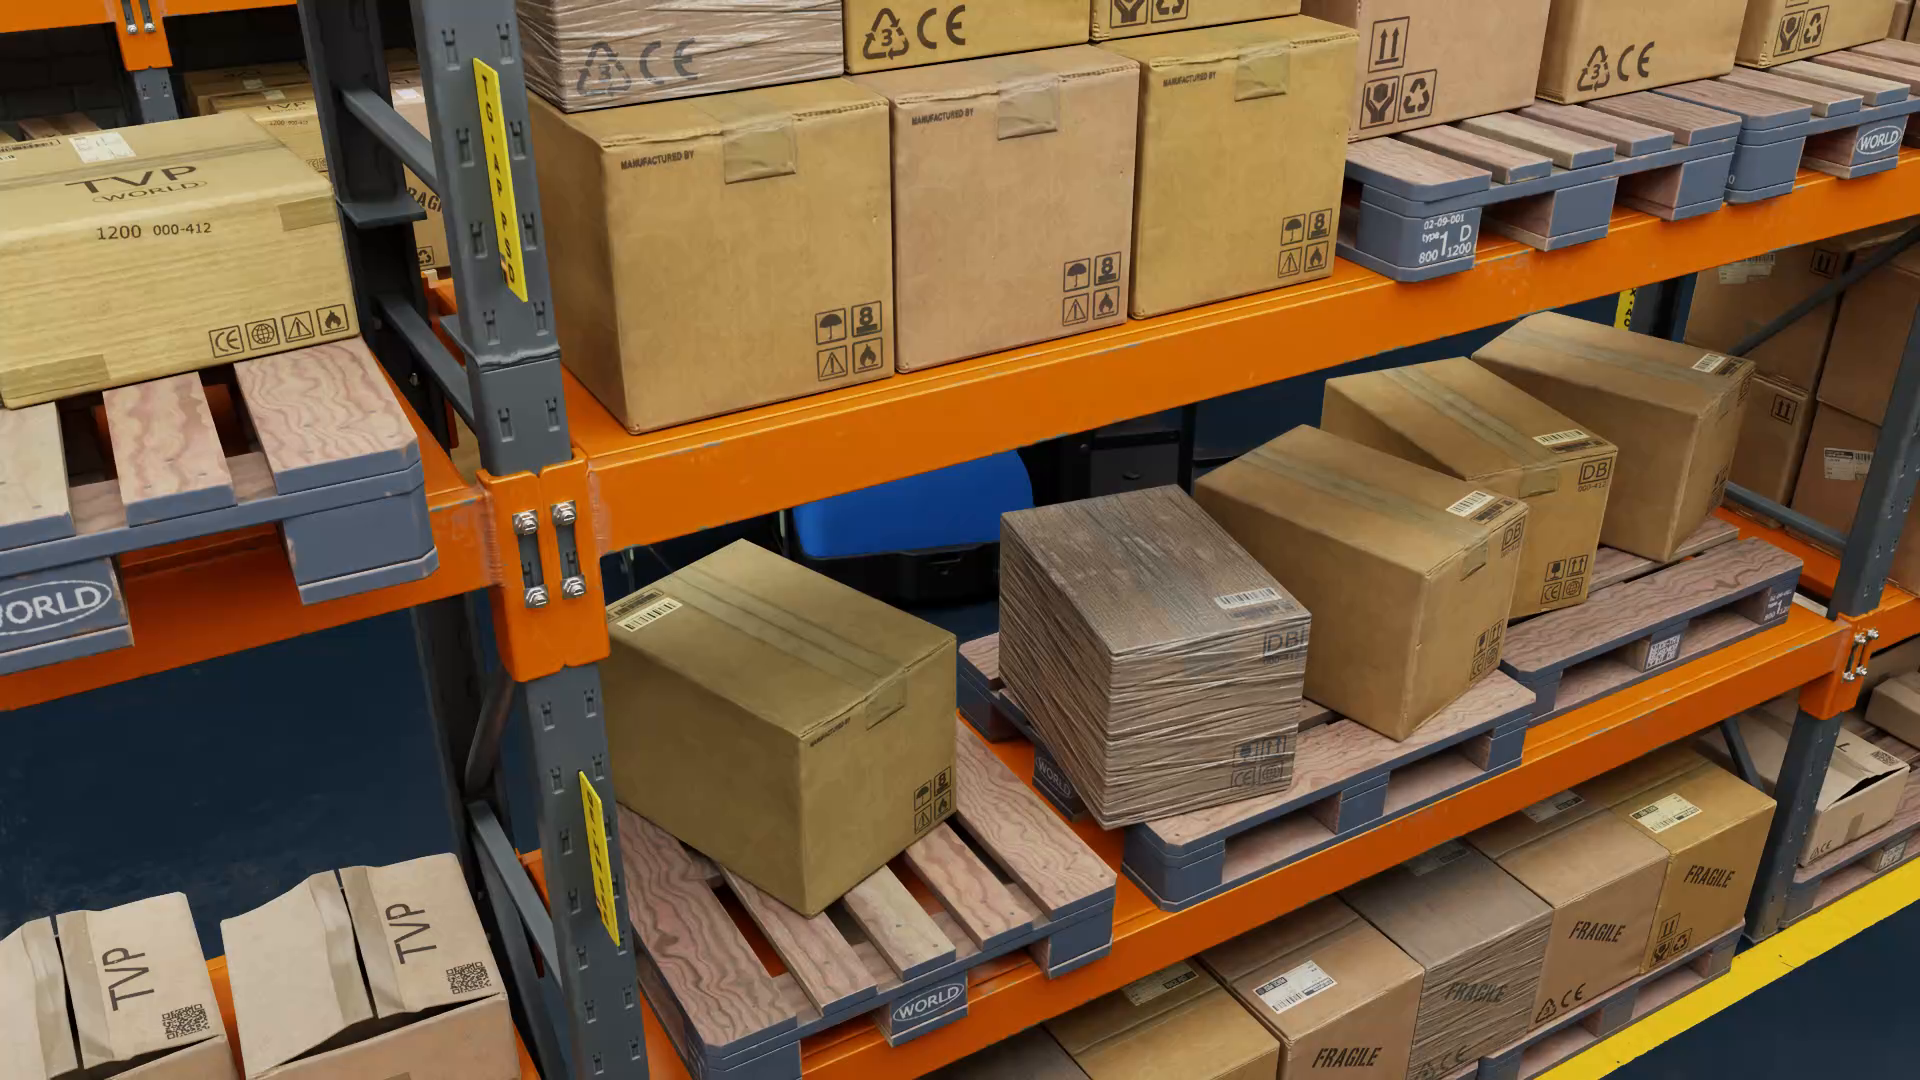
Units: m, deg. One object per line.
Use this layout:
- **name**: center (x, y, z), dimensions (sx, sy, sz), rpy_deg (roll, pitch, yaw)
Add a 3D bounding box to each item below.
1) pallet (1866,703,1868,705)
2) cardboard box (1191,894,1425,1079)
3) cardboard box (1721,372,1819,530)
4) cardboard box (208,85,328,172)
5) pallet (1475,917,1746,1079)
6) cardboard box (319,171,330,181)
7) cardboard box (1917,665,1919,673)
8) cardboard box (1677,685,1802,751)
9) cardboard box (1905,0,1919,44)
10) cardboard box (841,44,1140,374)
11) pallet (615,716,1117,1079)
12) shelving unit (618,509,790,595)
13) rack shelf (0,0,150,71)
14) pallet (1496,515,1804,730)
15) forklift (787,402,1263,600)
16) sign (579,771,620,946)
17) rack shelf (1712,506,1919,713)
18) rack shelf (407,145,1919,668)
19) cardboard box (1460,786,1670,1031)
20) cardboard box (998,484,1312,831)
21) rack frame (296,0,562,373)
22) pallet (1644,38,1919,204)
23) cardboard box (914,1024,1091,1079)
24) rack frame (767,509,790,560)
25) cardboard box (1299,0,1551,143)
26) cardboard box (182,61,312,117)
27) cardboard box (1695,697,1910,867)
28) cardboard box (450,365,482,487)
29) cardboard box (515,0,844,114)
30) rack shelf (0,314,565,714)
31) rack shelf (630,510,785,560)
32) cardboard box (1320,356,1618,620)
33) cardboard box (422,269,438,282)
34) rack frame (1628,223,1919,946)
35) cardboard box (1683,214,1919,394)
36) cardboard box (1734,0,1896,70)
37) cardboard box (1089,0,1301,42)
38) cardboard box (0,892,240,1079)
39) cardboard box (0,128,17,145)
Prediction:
- **pallet**: center (4.176, 0.613, 6.920), dimensions (1.213, 0.211, 1.003), rpy_deg (-16, 33, -26)
- **cardboard box**: center (0.950, 1.368, 4.798), dimensions (0.500, 0.500, 0.500), rpy_deg (-17, 33, -28)
- **cardboard box**: center (2.831, -0.412, 5.789), dimensions (0.500, 0.500, 0.500), rpy_deg (-15, 32, -26)
- **cardboard box**: center (-2.884, -1.745, 7.099), dimensions (0.500, 0.250, 0.500), rpy_deg (-15, 32, -25)
- **pallet**: center (1.848, 1.297, 5.682), dimensions (1.213, 0.211, 1.003), rpy_deg (-16, 33, -26)
- **cardboard box**: center (-2.883, -1.418, 7.283), dimensions (0.500, 0.500, 0.500), rpy_deg (-15, 32, -25)
- **cardboard box**: center (4.148, 0.299, 6.732), dimensions (0.637, 0.503, 0.797), rpy_deg (-16, 33, -26)
- **cardboard box**: center (2.878, 0.505, 6.362), dimensions (0.500, 0.500, 0.500), rpy_deg (-16, 33, -26)
- **cardboard box**: center (3.075, -1.403, 4.738), dimensions (0.500, 0.250, 0.500), rpy_deg (-16, 33, -26)
- **cardboard box**: center (-0.119, -0.763, 3.320), dimensions (0.500, 0.500, 0.910), rpy_deg (-16, 33, -26)
- **pallet**: center (-0.369, 0.729, 4.024), dimensions (1.003, 0.211, 1.213), rpy_deg (-16, 33, -26)
- **shelving unit**: center (-1.224, -0.503, 7.609), dimensions (0.755, 1.500, 0.431), rpy_deg (-9, 30, -16)
- **rack shelf**: center (-5.155, -1.732, 5.923), dimensions (4.000, 0.370, 1.077), rpy_deg (-16, 33, -26)
- **pallet**: center (1.786, 0.095, 5.172), dimensions (1.213, 0.211, 1.003), rpy_deg (-16, 33, -26)
- **forklift**: center (0.673, -1.312, 7.594), dimensions (3.031, 2.935, 1.130), rpy_deg (-6, 29, -10)
- **sign**: center (-0.634, 0.563, 2.926), dimensions (0.005, 0.325, 0.100), rpy_deg (-16, 33, -26)
- **rack shelf**: center (4.255, -0.314, 6.459), dimensions (4.000, 0.370, 1.077), rpy_deg (-16, 33, -26)
- **rack shelf**: center (0.806, -0.648, 3.960), dimensions (4.000, 0.370, 1.077), rpy_deg (-16, 33, -26)
- **cardboard box**: center (1.820, 1.120, 5.247), dimensions (0.500, 0.500, 0.500), rpy_deg (-16, 33, -26)
- **cardboard box**: center (0.453, 0.267, 4.124), dimensions (0.500, 0.500, 0.700), rpy_deg (-10, 30, -17)
- **rack frame**: center (-0.918, -1.787, 2.174), dimensions (0.127, 3.000, 1.000), rpy_deg (-16, 33, -26)
- **pallet**: center (1.933, -1.240, 4.482), dimensions (1.003, 0.211, 1.213), rpy_deg (-16, 33, -26)
- **cardboard box**: center (0.068, 1.619, 4.344), dimensions (0.500, 0.500, 0.500), rpy_deg (-17, 33, -28)
- **rack frame**: center (-0.876, -0.558, 7.709), dimensions (0.023, 1.500, 0.400), rpy_deg (-9, 30, -16)
- **cardboard box**: center (0.910, -1.304, 3.762), dimensions (0.600, 0.600, 0.600), rpy_deg (-17, 33, -28)
- **cardboard box**: center (-3.171, -1.953, 7.476), dimensions (0.500, 0.250, 0.500), rpy_deg (-15, 32, -25)
- **cardboard box**: center (3.002, 0.833, 5.964), dimensions (0.500, 0.311, 0.500), rpy_deg (-16, 33, -26)
- **cardboard box**: center (-2.731, -0.591, 8.006), dimensions (0.750, 0.750, 0.750), rpy_deg (-16, 33, -27)
- **cardboard box**: center (-0.539, -1.059, 2.822), dimensions (0.500, 0.500, 0.500), rpy_deg (-16, 33, -26)
- **rack shelf**: center (-2.643, 0.331, 2.186), dimensions (4.000, 0.370, 1.077), rpy_deg (-16, 33, -26)
- **rack shelf**: center (-1.224, -0.217, 7.766), dimensions (0.720, 0.370, 0.431), rpy_deg (-9, 30, -16)
- **cardboard box**: center (1.448, -0.149, 4.878), dimensions (0.500, 0.500, 0.700), rpy_deg (-11, 31, -19)
- **cardboard box**: center (-2.536, -1.194, 7.548), dimensions (0.250, 0.149, 0.380), rpy_deg (-15, 32, -25)
- **rack frame**: center (2.531, -0.139, 5.398), dimensions (0.127, 3.000, 1.000), rpy_deg (-16, 33, -26)
- **cardboard box**: center (2.835, -0.852, 5.552), dimensions (0.500, 0.500, 0.500), rpy_deg (-16, 33, -26)
- **cardboard box**: center (2.059, -1.631, 4.356), dimensions (0.600, 0.600, 0.600), rpy_deg (-19, 34, -31)
- **cardboard box**: center (0.341, -1.309, 3.274), dimensions (0.500, 0.500, 0.500), rpy_deg (-16, 33, -26)
- **cardboard box**: center (-1.787, 1.017, 3.395), dimensions (0.500, 0.311, 0.500), rpy_deg (-16, 33, -27)
- **cardboard box**: center (-3.983, -1.561, 6.745), dimensions (0.250, 0.149, 0.380), rpy_deg (-22, 36, -34)
